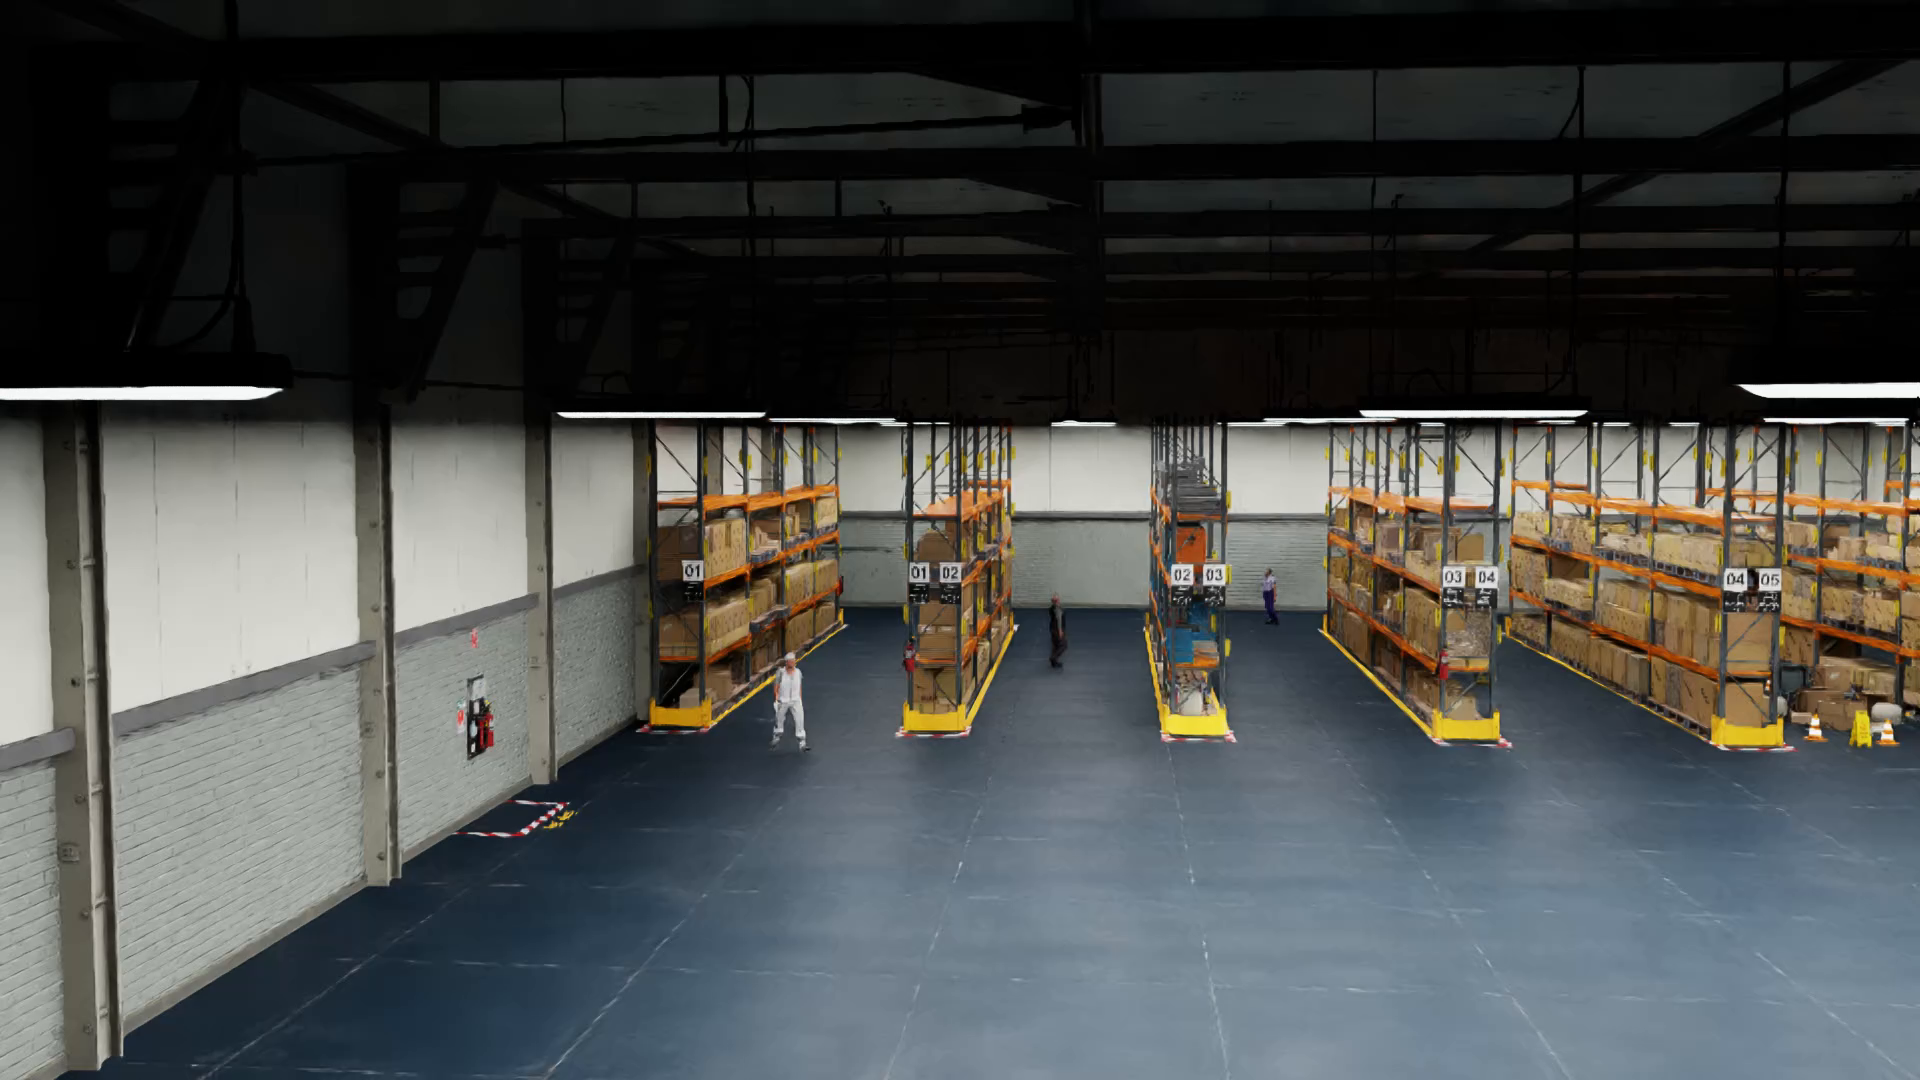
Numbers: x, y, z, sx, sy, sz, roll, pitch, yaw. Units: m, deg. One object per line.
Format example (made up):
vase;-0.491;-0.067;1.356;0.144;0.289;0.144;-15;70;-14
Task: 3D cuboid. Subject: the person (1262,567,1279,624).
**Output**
person;9.080;1.625;48.625;0.393;1.642;0.602;-1;4;-21

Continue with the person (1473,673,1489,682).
person;11.768;2.295;37.530;0.464;1.772;0.645;-1;4;-19

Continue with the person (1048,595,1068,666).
person;2.322;2.172;39.992;0.447;1.720;0.569;-1;4;-20

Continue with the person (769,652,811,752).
person;-3.041;2.861;29.486;0.586;1.761;0.947;-1;4;-20
